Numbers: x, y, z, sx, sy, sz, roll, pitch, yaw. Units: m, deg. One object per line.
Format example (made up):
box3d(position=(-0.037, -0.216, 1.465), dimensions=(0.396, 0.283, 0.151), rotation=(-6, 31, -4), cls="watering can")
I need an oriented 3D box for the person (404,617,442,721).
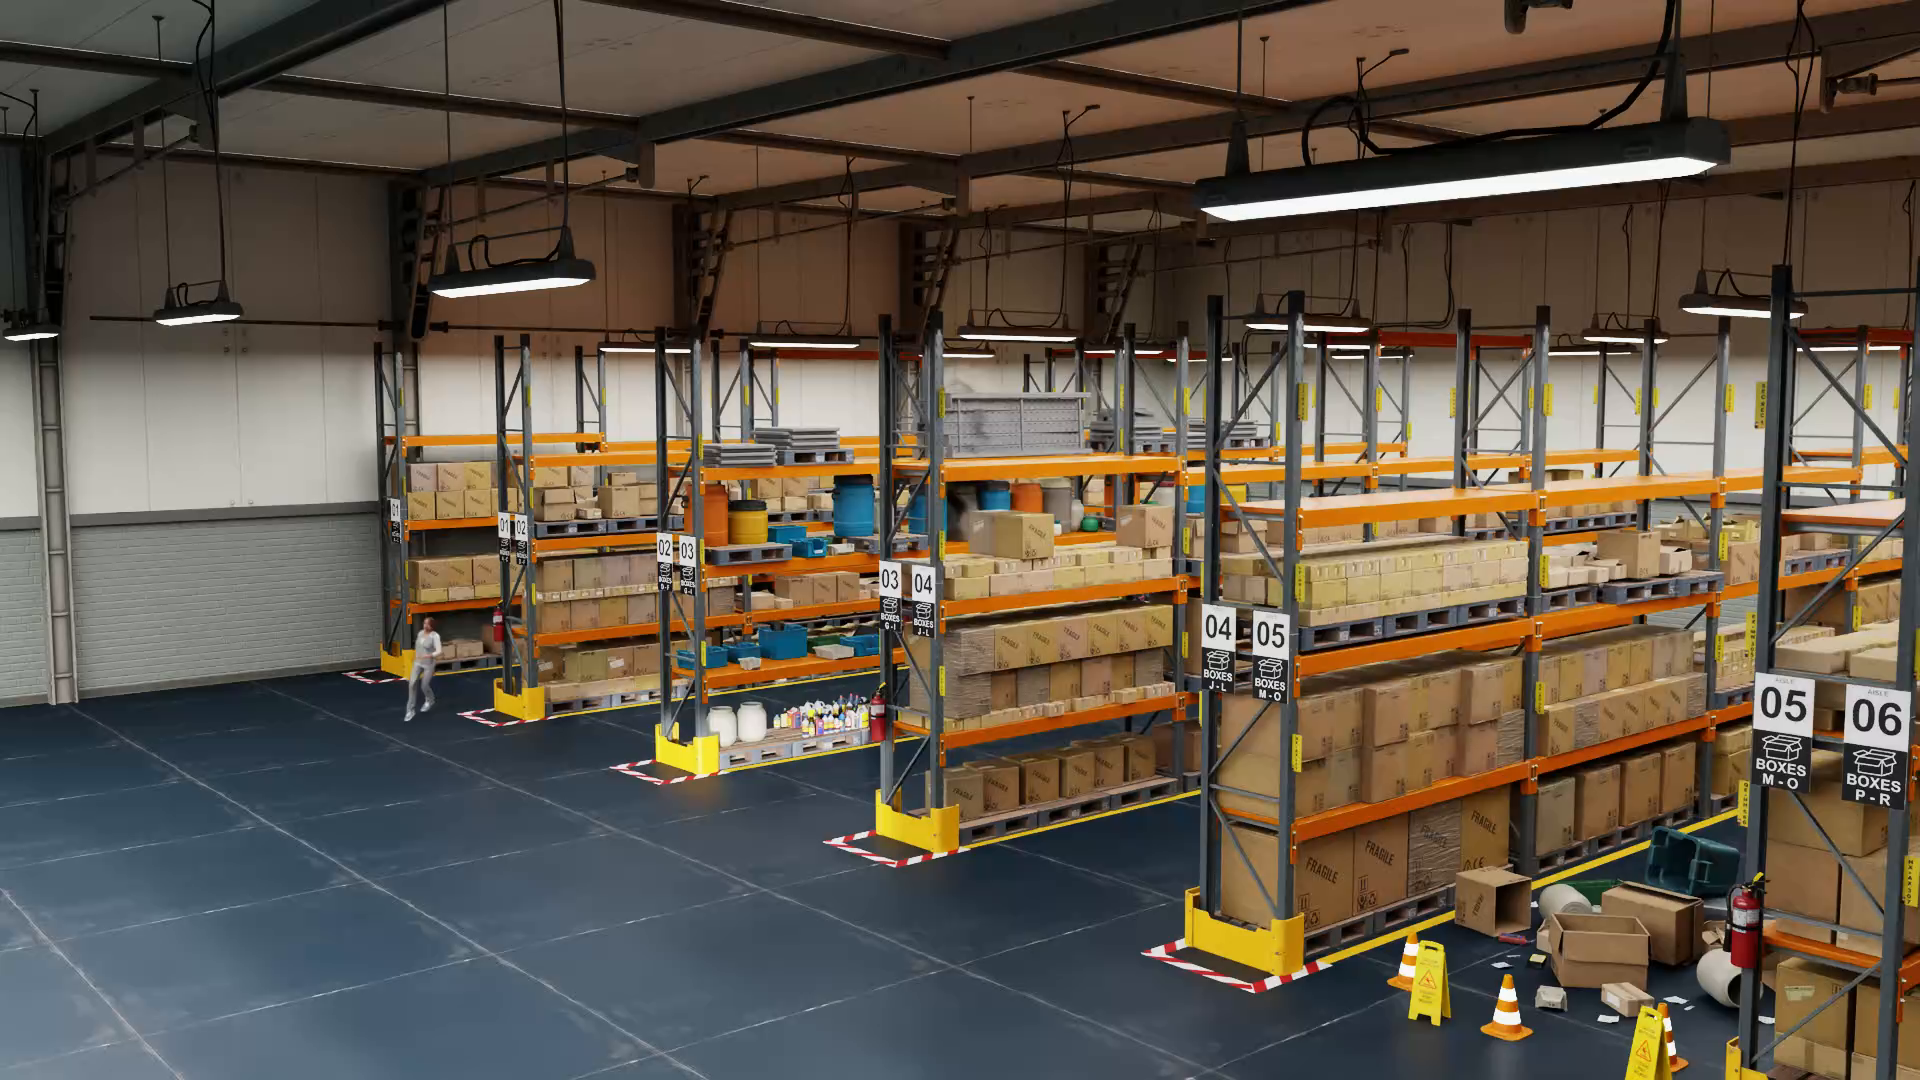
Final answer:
box3d(position=(-8.389, 1.991, 26.077), dimensions=(0.563, 1.574, 0.827), rotation=(1, 5, 11), cls="person")
